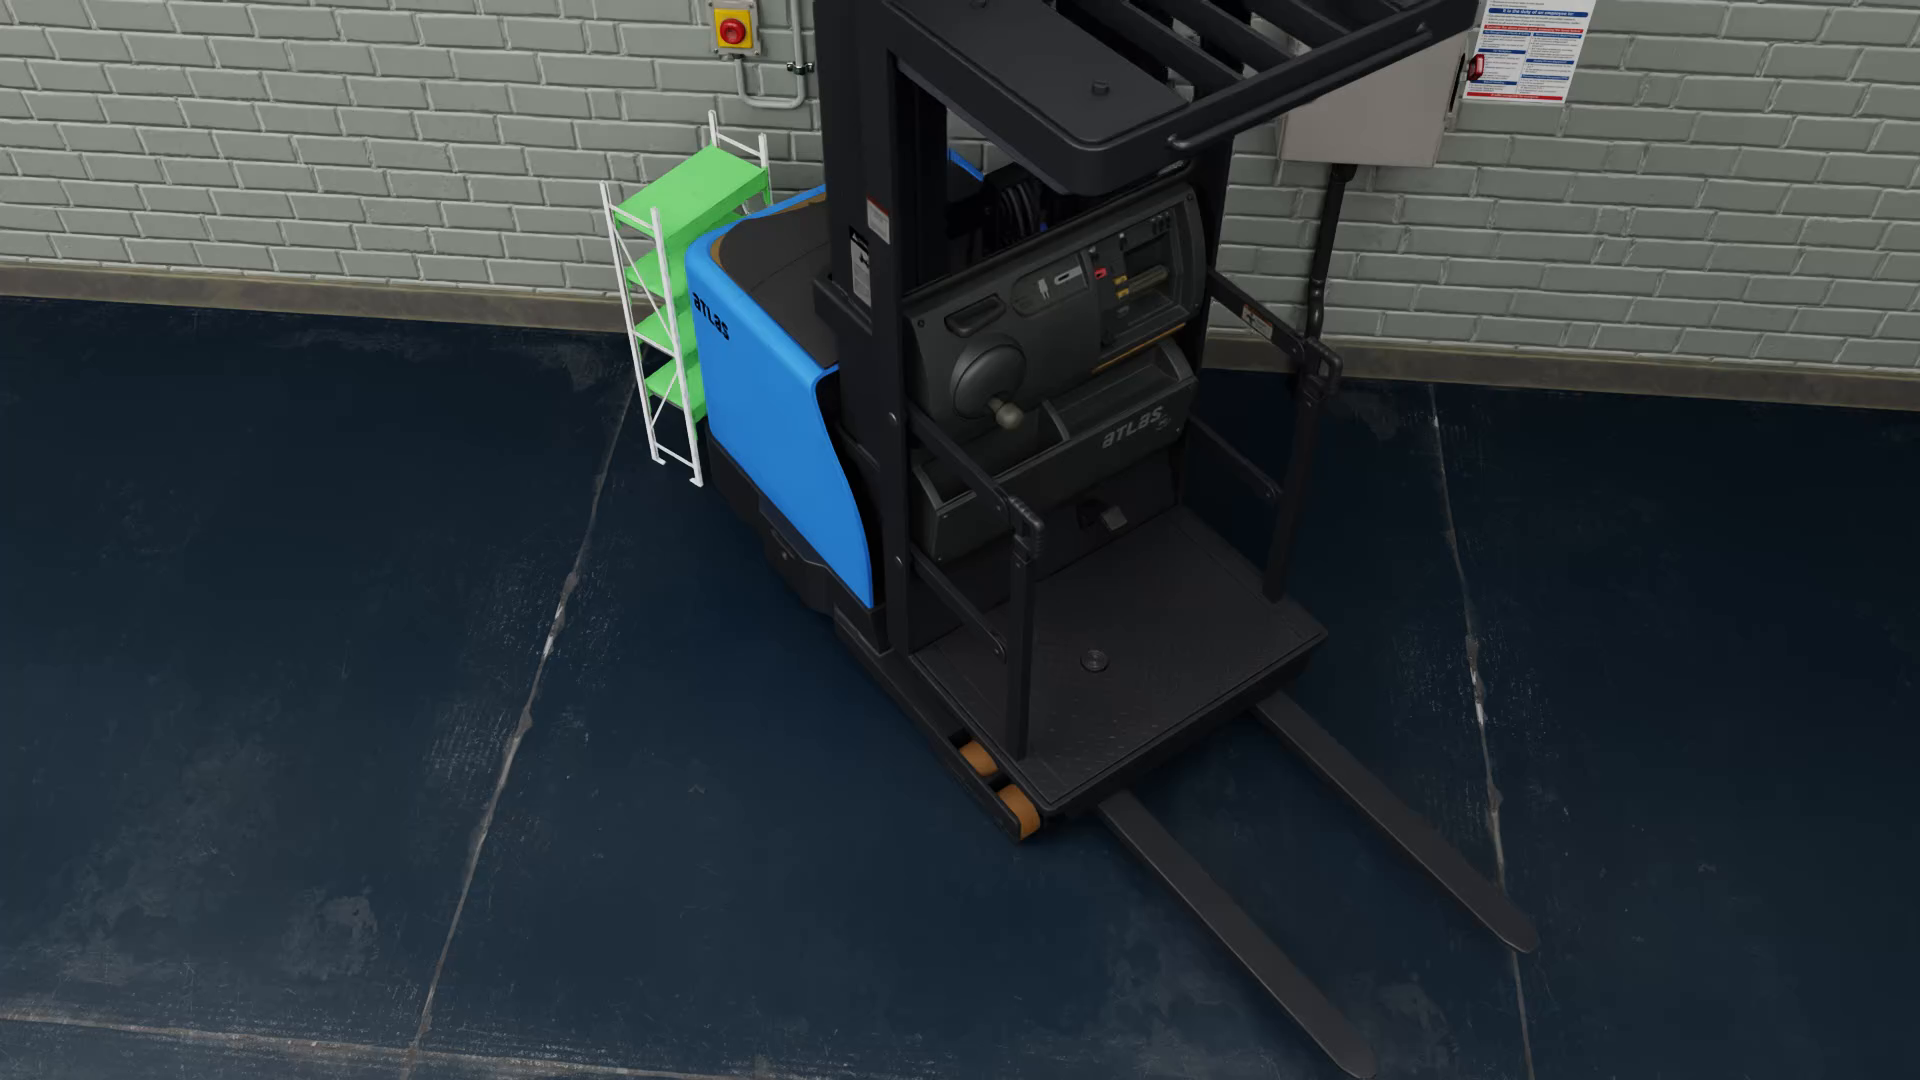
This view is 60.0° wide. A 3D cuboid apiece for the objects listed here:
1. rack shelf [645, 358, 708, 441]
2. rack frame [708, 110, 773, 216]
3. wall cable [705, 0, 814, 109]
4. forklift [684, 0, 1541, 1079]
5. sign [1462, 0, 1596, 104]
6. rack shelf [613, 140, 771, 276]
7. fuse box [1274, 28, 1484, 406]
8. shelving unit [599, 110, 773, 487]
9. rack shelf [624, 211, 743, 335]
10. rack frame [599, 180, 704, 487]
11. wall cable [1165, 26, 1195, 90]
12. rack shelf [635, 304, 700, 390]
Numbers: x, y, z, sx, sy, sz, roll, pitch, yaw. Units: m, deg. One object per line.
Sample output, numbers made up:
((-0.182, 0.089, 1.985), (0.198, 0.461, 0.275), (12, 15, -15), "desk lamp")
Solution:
((-0.866, -0.588, 5.886), (0.258, 0.148, 0.480), (29, 54, 24), "rack shelf")
((-0.718, -0.936, 5.793), (0.240, 1.200, 0.015), (29, 54, 24), "rack frame")
((-0.784, -2.114, 4.941), (0.585, 1.953, 0.123), (4, 48, 4), "wall cable")
((0.401, -0.516, 4.235), (1.130, 2.935, 3.031), (-28, 54, -23), "forklift")
((1.805, -1.599, 5.244), (0.329, 0.494, 0.001), (4, 48, 4), "sign")
((-0.866, -1.074, 5.355), (0.258, 0.148, 0.480), (29, 54, 24), "rack shelf")
((1.294, -1.078, 5.576), (0.539, 1.711, 0.414), (4, 48, 4), "fuse box")
((-0.866, -0.793, 5.662), (0.258, 1.200, 0.503), (29, 54, 24), "shelving unit")
((-0.866, -0.912, 5.532), (0.258, 0.148, 0.480), (29, 54, 24), "rack shelf")
((-1.014, -0.650, 5.531), (0.240, 1.200, 0.015), (29, 54, 24), "rack frame")
((0.629, -2.017, 4.873), (0.588, 1.984, 0.122), (4, 48, 4), "wall cable")
((-0.866, -0.750, 5.709), (0.258, 0.148, 0.480), (29, 54, 24), "rack shelf")
